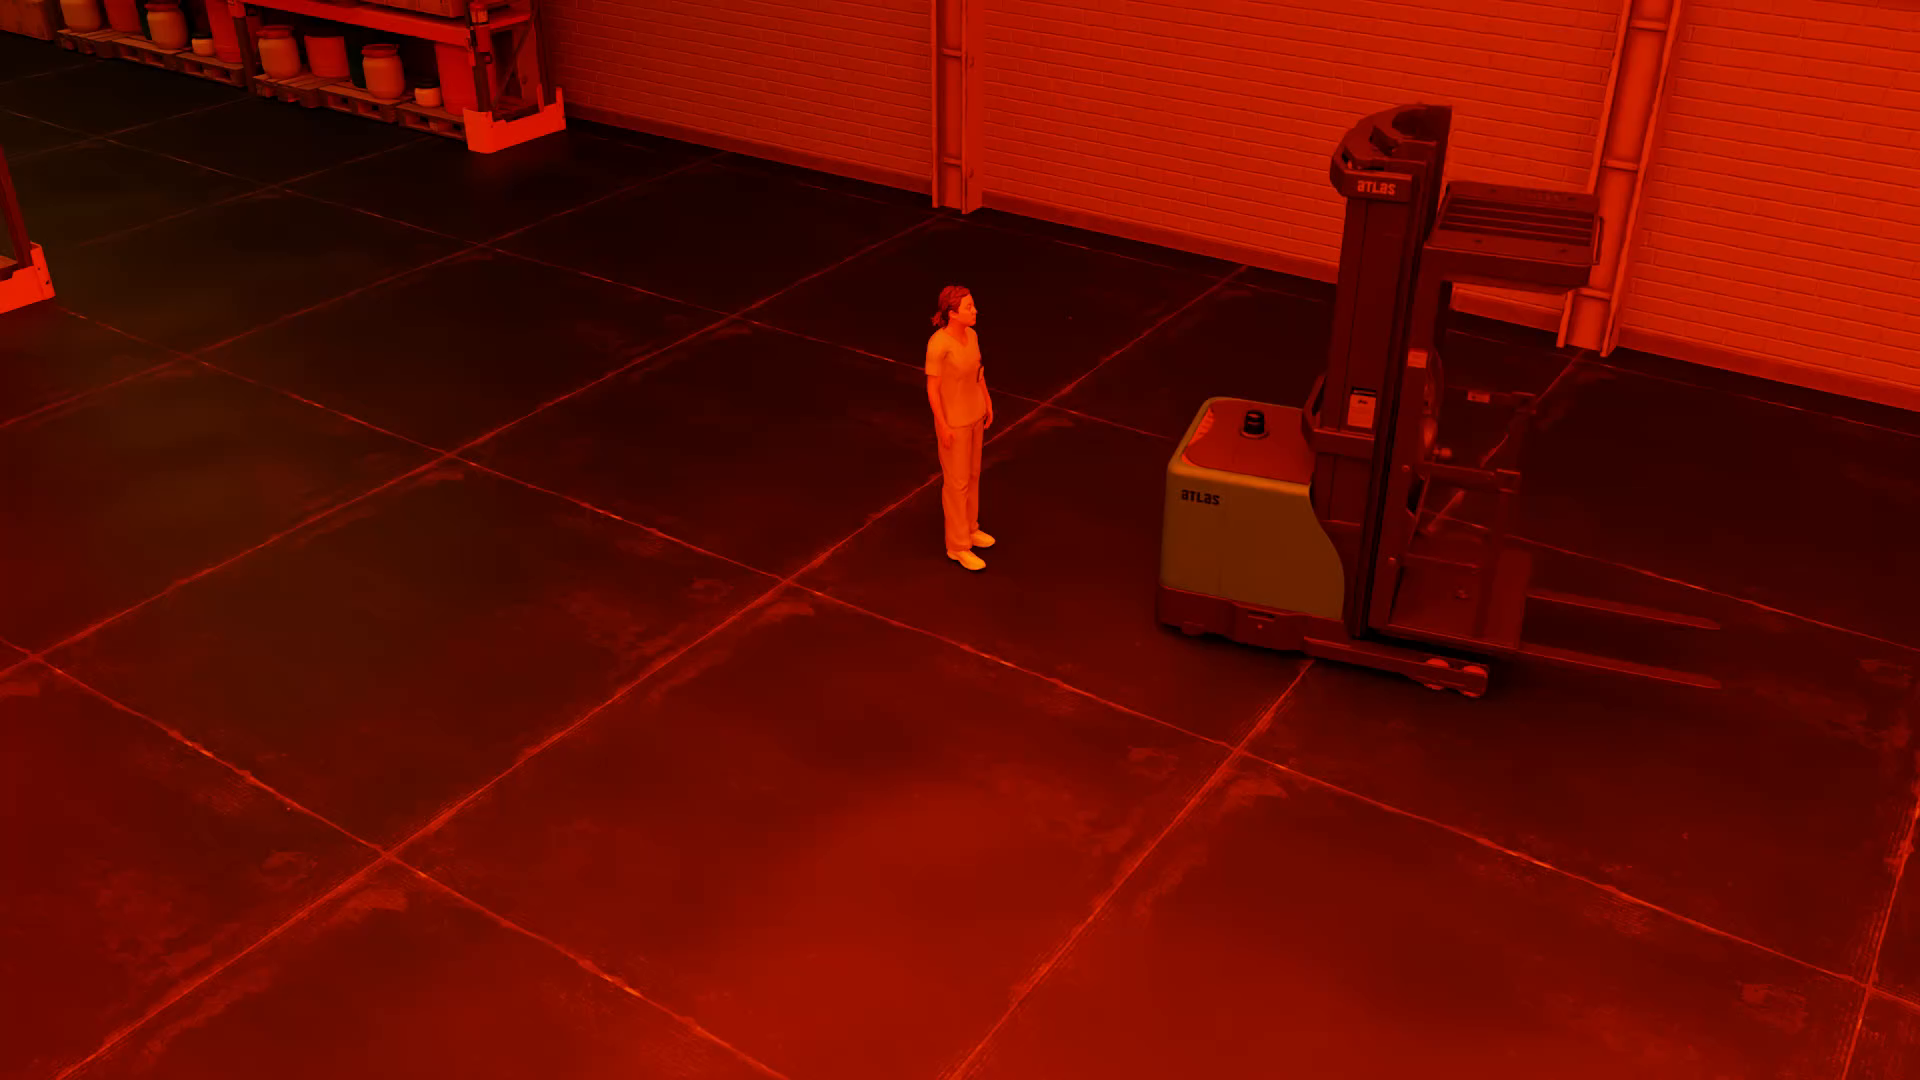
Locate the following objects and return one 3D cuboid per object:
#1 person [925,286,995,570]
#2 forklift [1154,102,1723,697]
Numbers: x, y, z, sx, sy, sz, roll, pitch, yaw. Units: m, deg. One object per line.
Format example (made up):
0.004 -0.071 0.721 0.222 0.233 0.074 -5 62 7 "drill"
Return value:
0.053 -0.705 10.030 0.549 1.675 0.549 19 35 29 "person"
2.694 -0.718 8.818 3.031 2.935 1.130 11 32 18 "forklift"
